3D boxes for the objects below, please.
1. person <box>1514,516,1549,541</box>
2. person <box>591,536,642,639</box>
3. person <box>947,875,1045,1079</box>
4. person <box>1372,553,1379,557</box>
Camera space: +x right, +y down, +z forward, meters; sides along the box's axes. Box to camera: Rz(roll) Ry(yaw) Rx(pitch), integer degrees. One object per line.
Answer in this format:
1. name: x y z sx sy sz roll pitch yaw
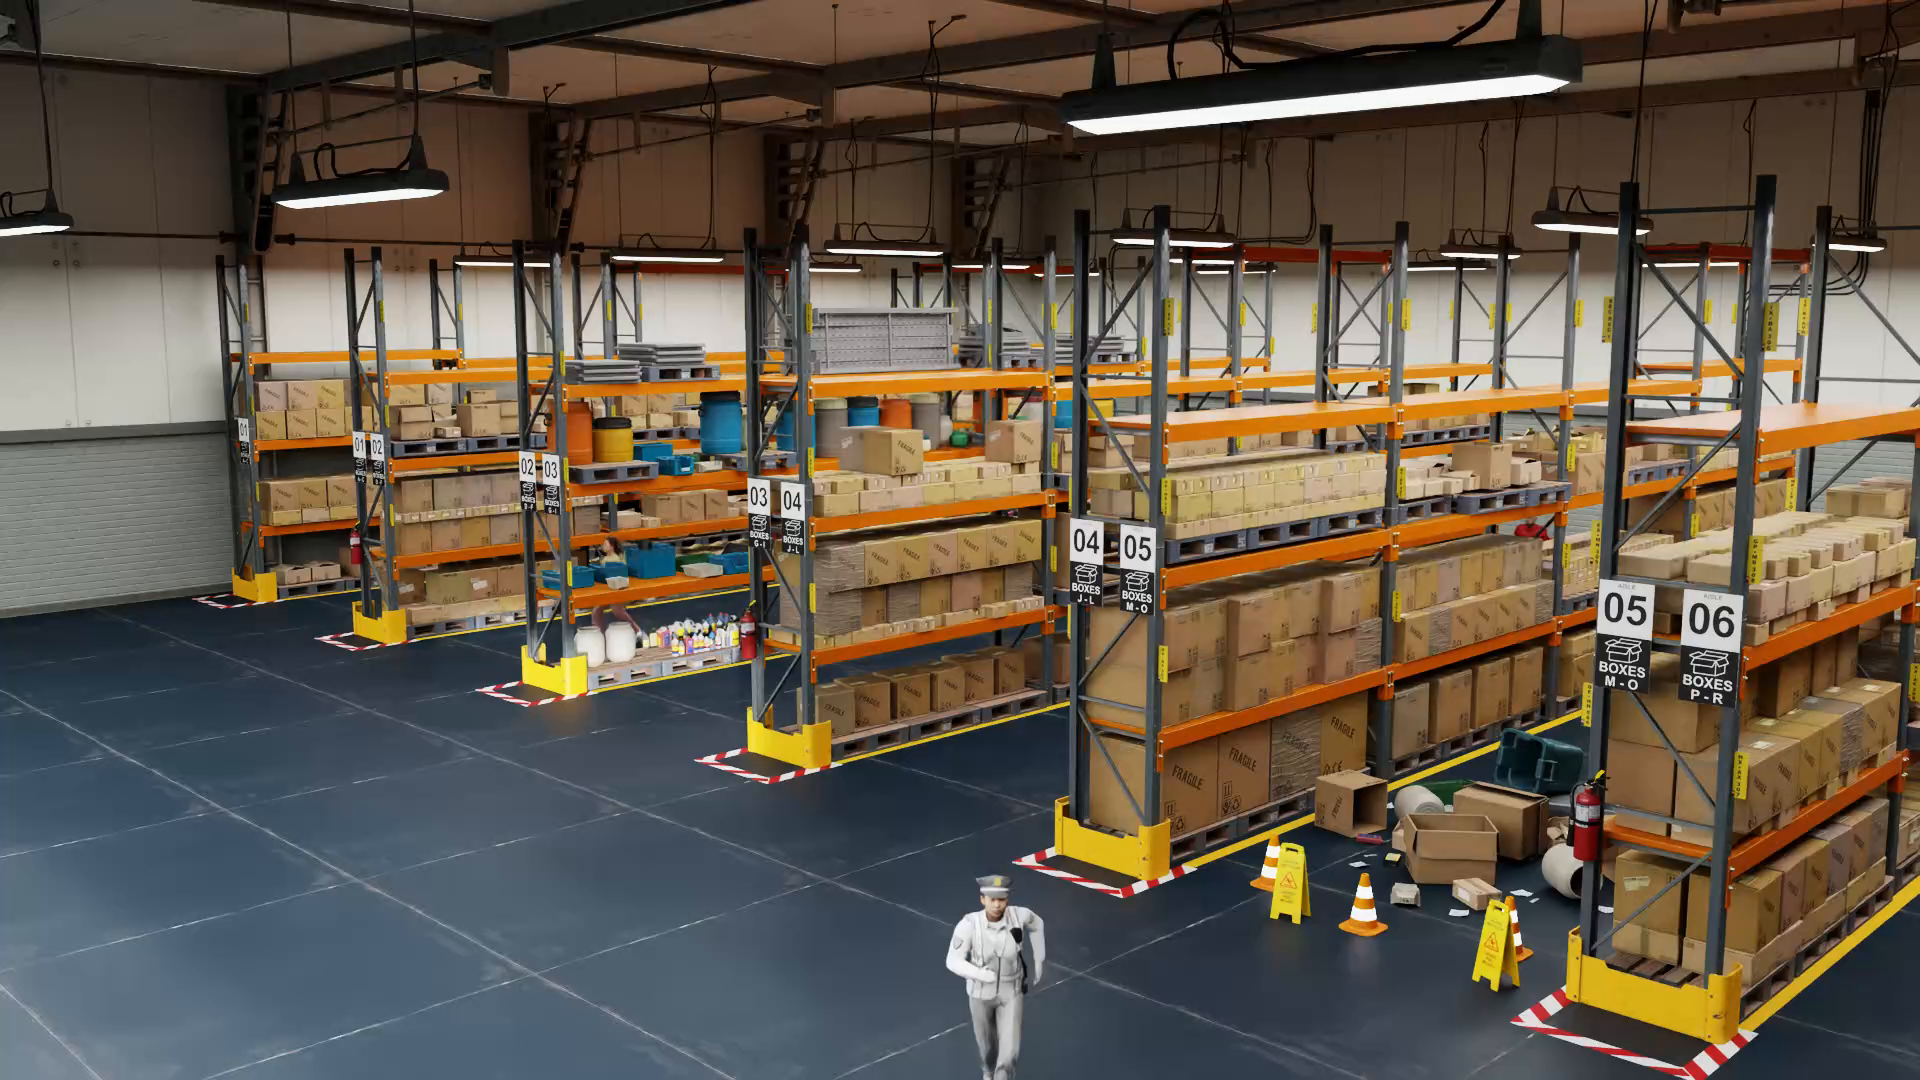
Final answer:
1. person: 9.667 0.349 28.264 0.622 1.687 0.670 5 9 30
2. person: -5.238 0.791 24.984 0.906 1.668 0.562 -6 10 -38
3. person: 0.228 2.874 10.465 0.638 1.728 0.829 0 8 -3
4. person: 5.861 1.011 23.319 0.575 1.685 0.938 7 11 39
